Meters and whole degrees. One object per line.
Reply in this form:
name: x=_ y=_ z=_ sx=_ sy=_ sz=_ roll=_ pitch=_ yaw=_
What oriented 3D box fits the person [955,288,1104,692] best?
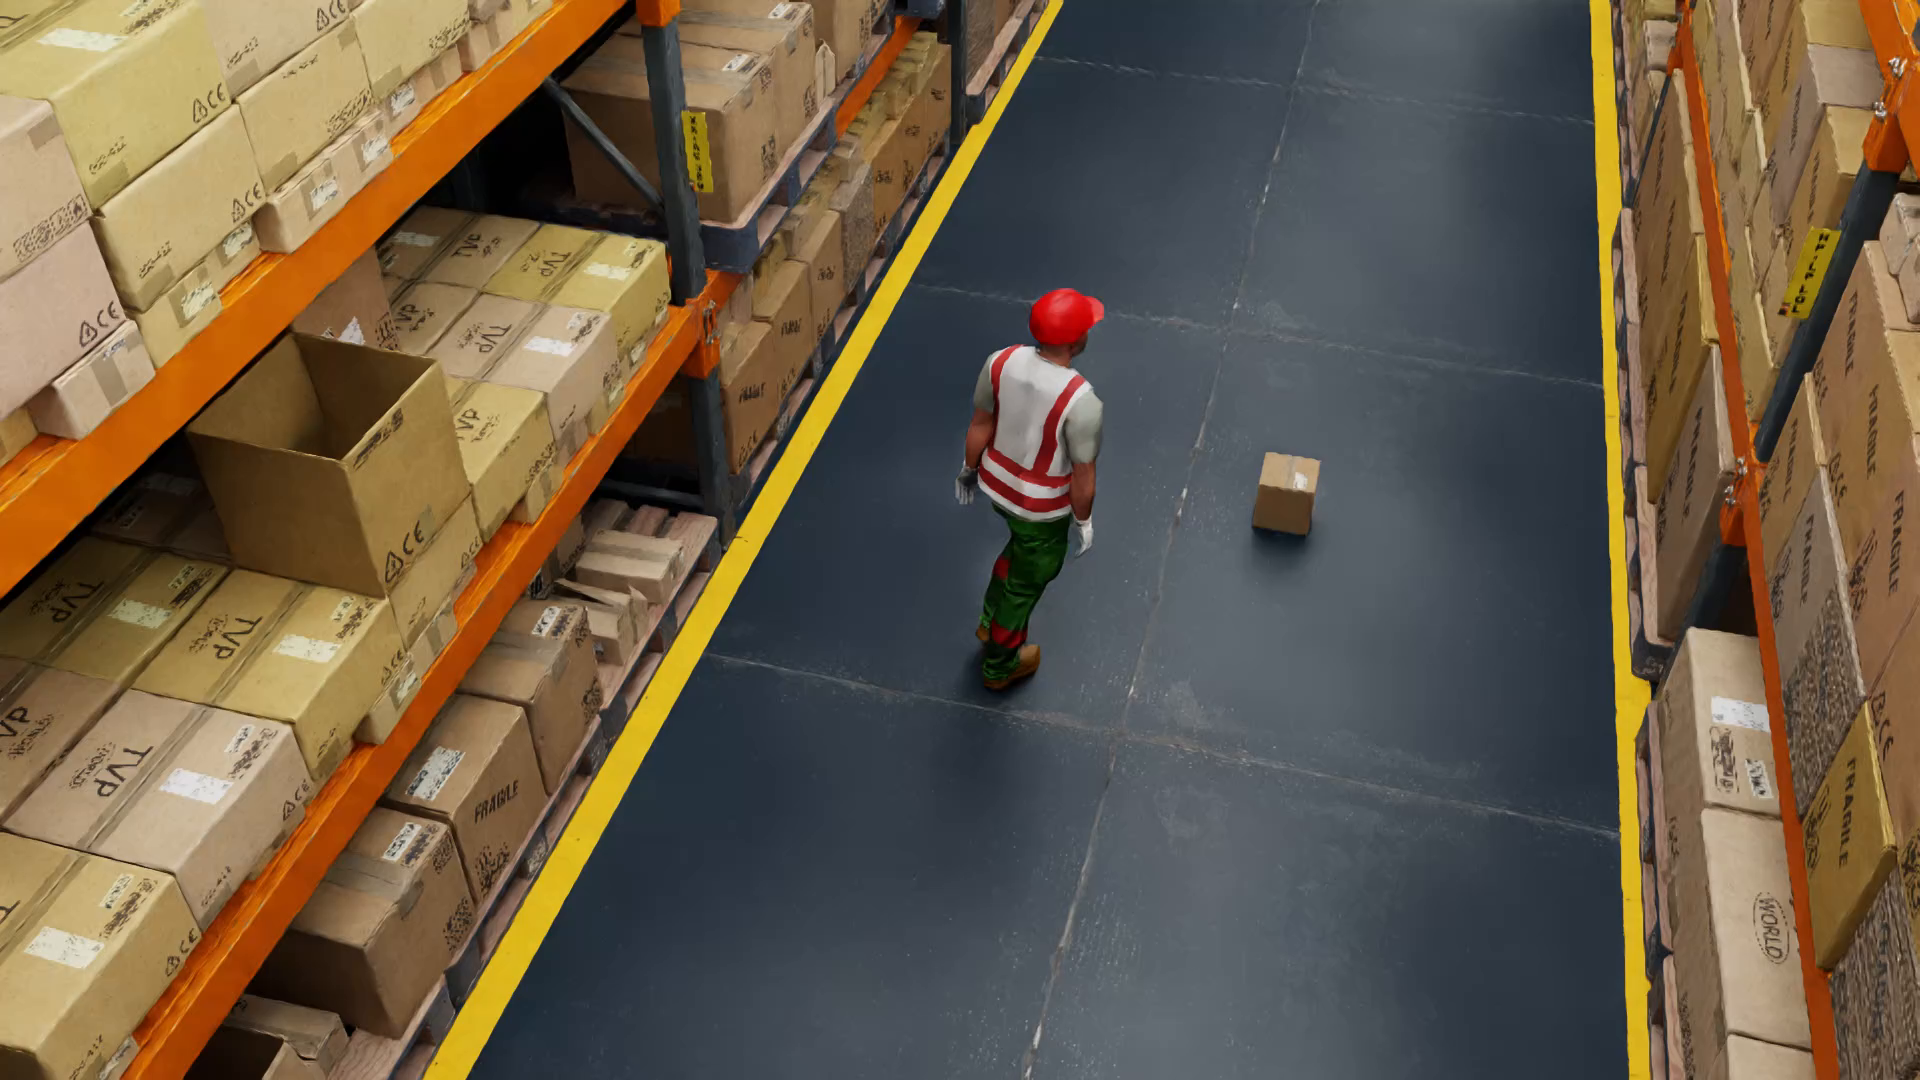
person: x=0.280 y=-0.176 z=6.316 sx=0.497 sy=1.772 sz=0.581 roll=-31 pitch=49 yaw=-31
